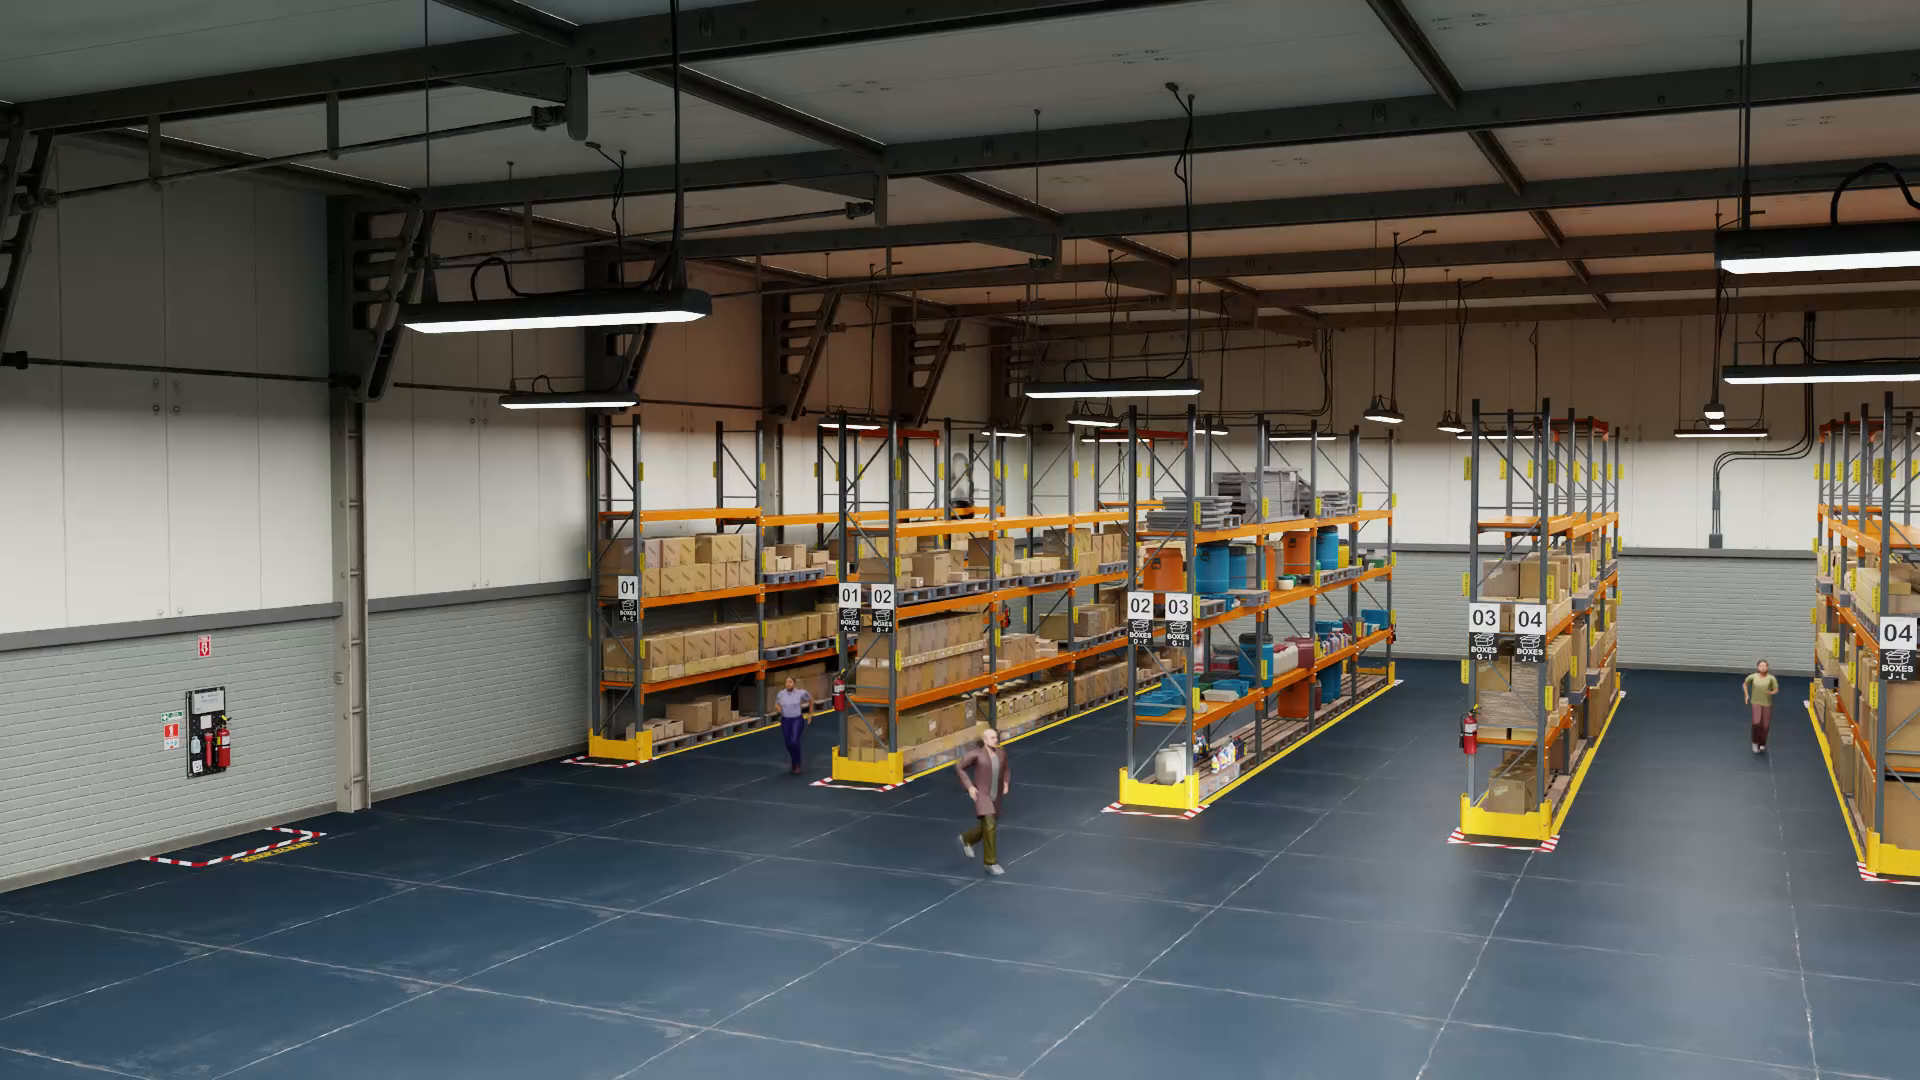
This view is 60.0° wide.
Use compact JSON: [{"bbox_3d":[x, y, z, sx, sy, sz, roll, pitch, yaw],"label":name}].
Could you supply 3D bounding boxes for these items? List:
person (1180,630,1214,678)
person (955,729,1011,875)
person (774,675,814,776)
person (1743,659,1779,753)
[{"bbox_3d":[4.780,2.714,33.636,0.638,1.840,0.762,1,3,20],"label":"person"},{"bbox_3d":[0.318,3.278,21.029,0.737,1.792,0.980,-2,3,-37],"label":"person"},{"bbox_3d":[-2.774,3.067,27.623,0.615,1.664,0.783,1,2,14],"label":"person"},{"bbox_3d":[14.226,2.950,29.516,0.549,1.657,0.656,1,2,19],"label":"person"}]
